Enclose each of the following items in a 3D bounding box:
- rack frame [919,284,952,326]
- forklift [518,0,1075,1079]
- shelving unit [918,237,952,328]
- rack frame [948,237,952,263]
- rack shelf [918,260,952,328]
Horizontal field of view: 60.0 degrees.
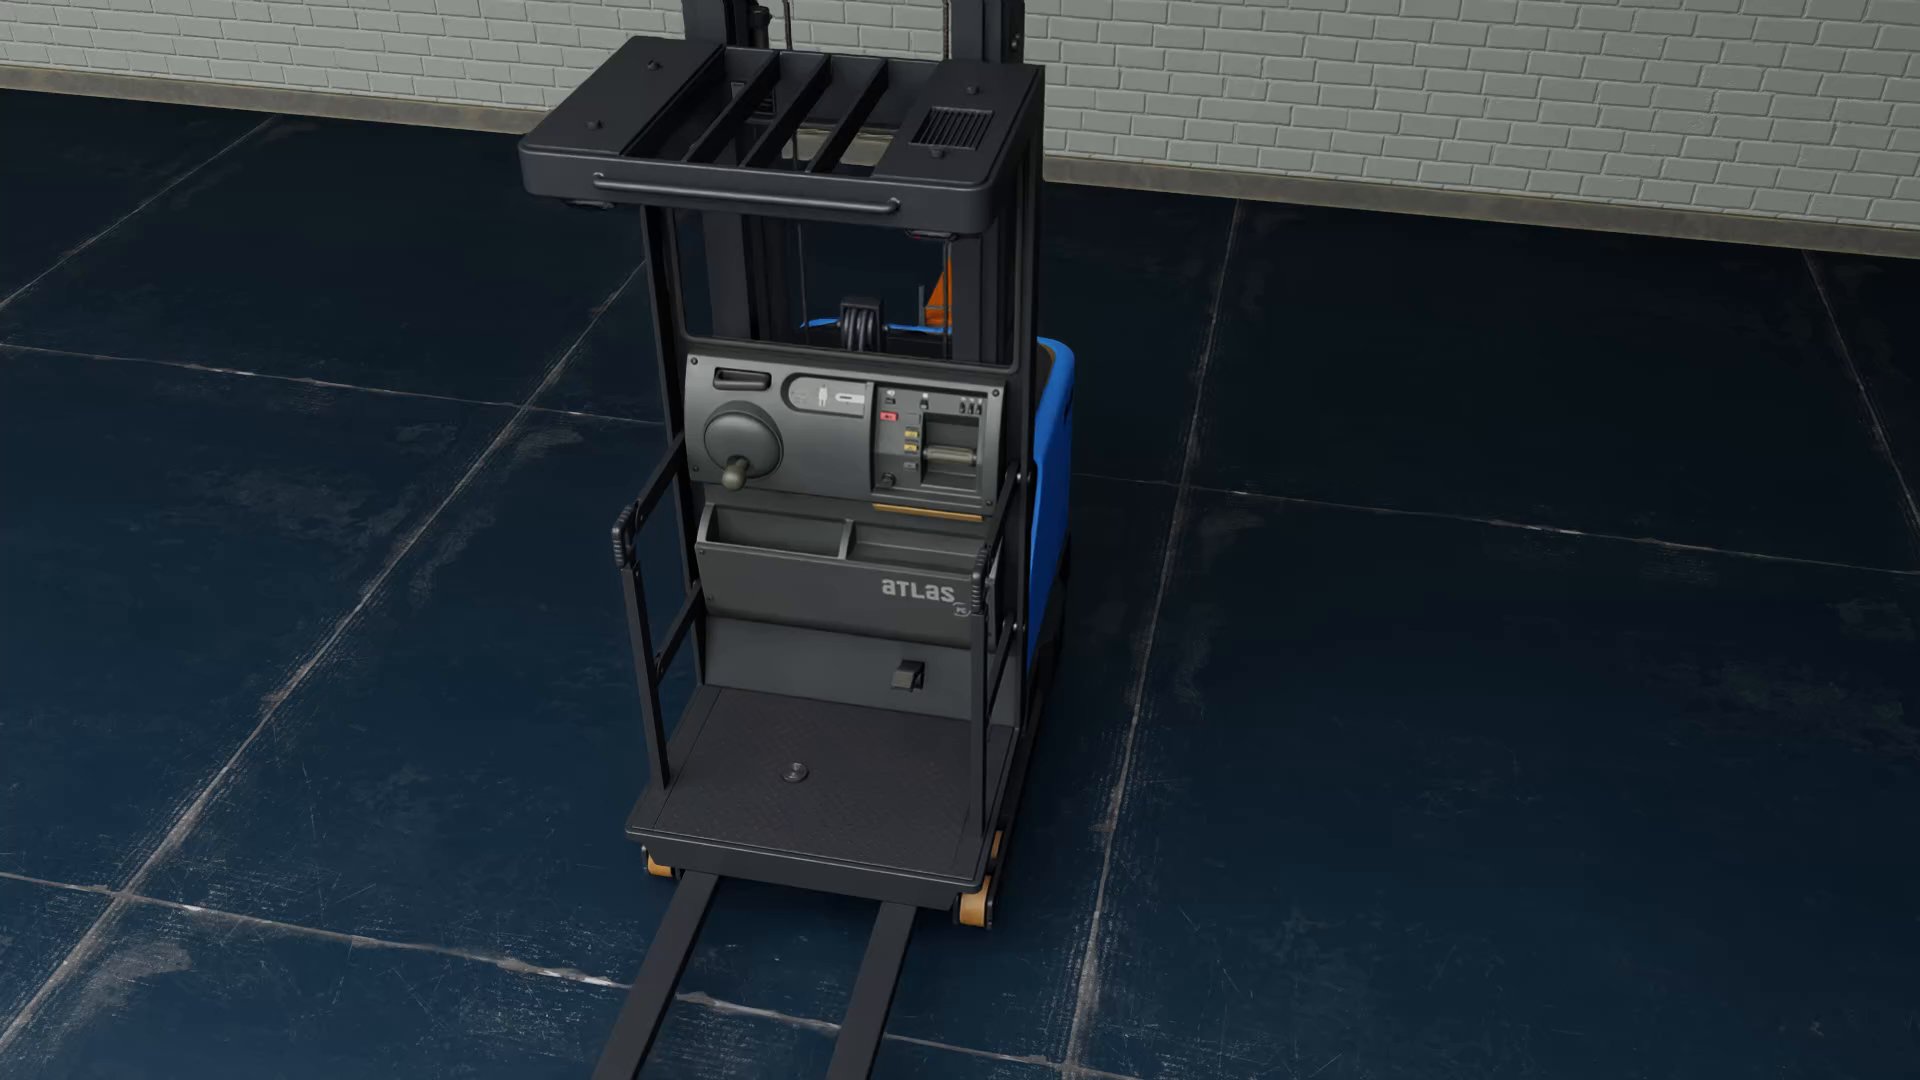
[{"bbox_3d":[-0.028,-0.418,6.304,0.240,1.200,0.015,7,37,9],"label":"rack frame"},{"bbox_3d":[-0.378,-0.241,4.585,1.130,2.935,3.031,7,37,9],"label":"forklift"},{"bbox_3d":[0.021,-0.558,6.497,0.258,1.200,0.503,7,37,9],"label":"shelving unit"},{"bbox_3d":[0.070,-0.698,6.691,0.240,1.200,0.015,7,37,9],"label":"rack frame"},{"bbox_3d":[0.021,-0.876,6.267,0.258,0.148,0.480,7,37,9],"label":"rack shelf"}]
